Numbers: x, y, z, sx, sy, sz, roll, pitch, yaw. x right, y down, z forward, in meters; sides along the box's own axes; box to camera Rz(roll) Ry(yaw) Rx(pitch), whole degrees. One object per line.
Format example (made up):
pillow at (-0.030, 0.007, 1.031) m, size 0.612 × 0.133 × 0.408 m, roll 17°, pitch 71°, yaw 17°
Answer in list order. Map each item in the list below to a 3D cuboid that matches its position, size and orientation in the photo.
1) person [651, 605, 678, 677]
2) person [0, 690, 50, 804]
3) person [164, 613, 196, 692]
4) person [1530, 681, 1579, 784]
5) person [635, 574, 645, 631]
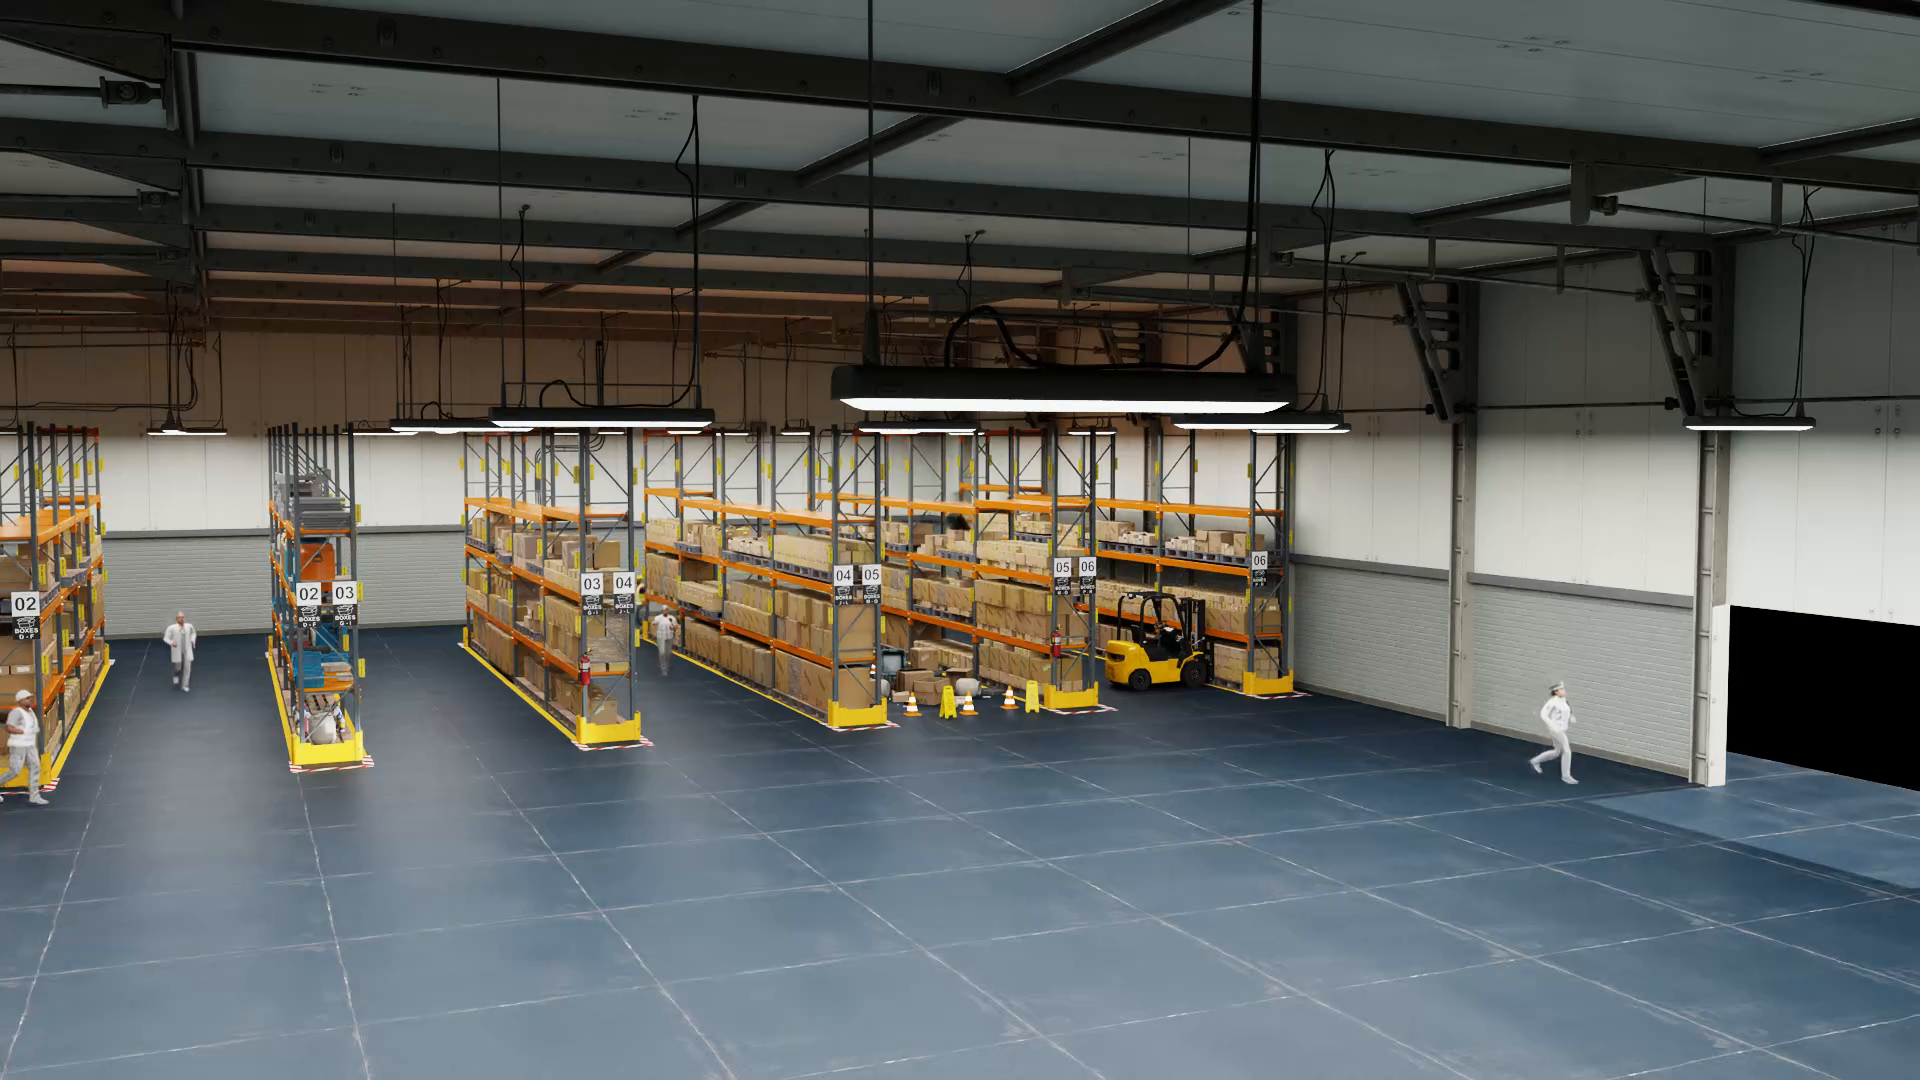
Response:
person at (-7.144, 2.416, 40.316) m, size 0.596 × 1.695 × 0.874 m, roll -2°, pitch 4°, yaw -24°
person at (-14.691, 3.243, 26.003) m, size 0.908 × 1.793 × 0.689 m, roll 0°, pitch 3°, yaw 0°
person at (-17.685, 2.536, 37.783) m, size 0.709 × 1.762 × 0.945 m, roll -3°, pitch 4°, yaw -38°
person at (9.946, 3.189, 27.778) m, size 0.816 × 1.703 × 0.608 m, roll 3°, pitch 4°, yaw 37°
person at (-9.425, 1.893, 48.660) m, size 0.741 × 1.784 × 0.761 m, roll -3°, pitch 5°, yaw -40°
